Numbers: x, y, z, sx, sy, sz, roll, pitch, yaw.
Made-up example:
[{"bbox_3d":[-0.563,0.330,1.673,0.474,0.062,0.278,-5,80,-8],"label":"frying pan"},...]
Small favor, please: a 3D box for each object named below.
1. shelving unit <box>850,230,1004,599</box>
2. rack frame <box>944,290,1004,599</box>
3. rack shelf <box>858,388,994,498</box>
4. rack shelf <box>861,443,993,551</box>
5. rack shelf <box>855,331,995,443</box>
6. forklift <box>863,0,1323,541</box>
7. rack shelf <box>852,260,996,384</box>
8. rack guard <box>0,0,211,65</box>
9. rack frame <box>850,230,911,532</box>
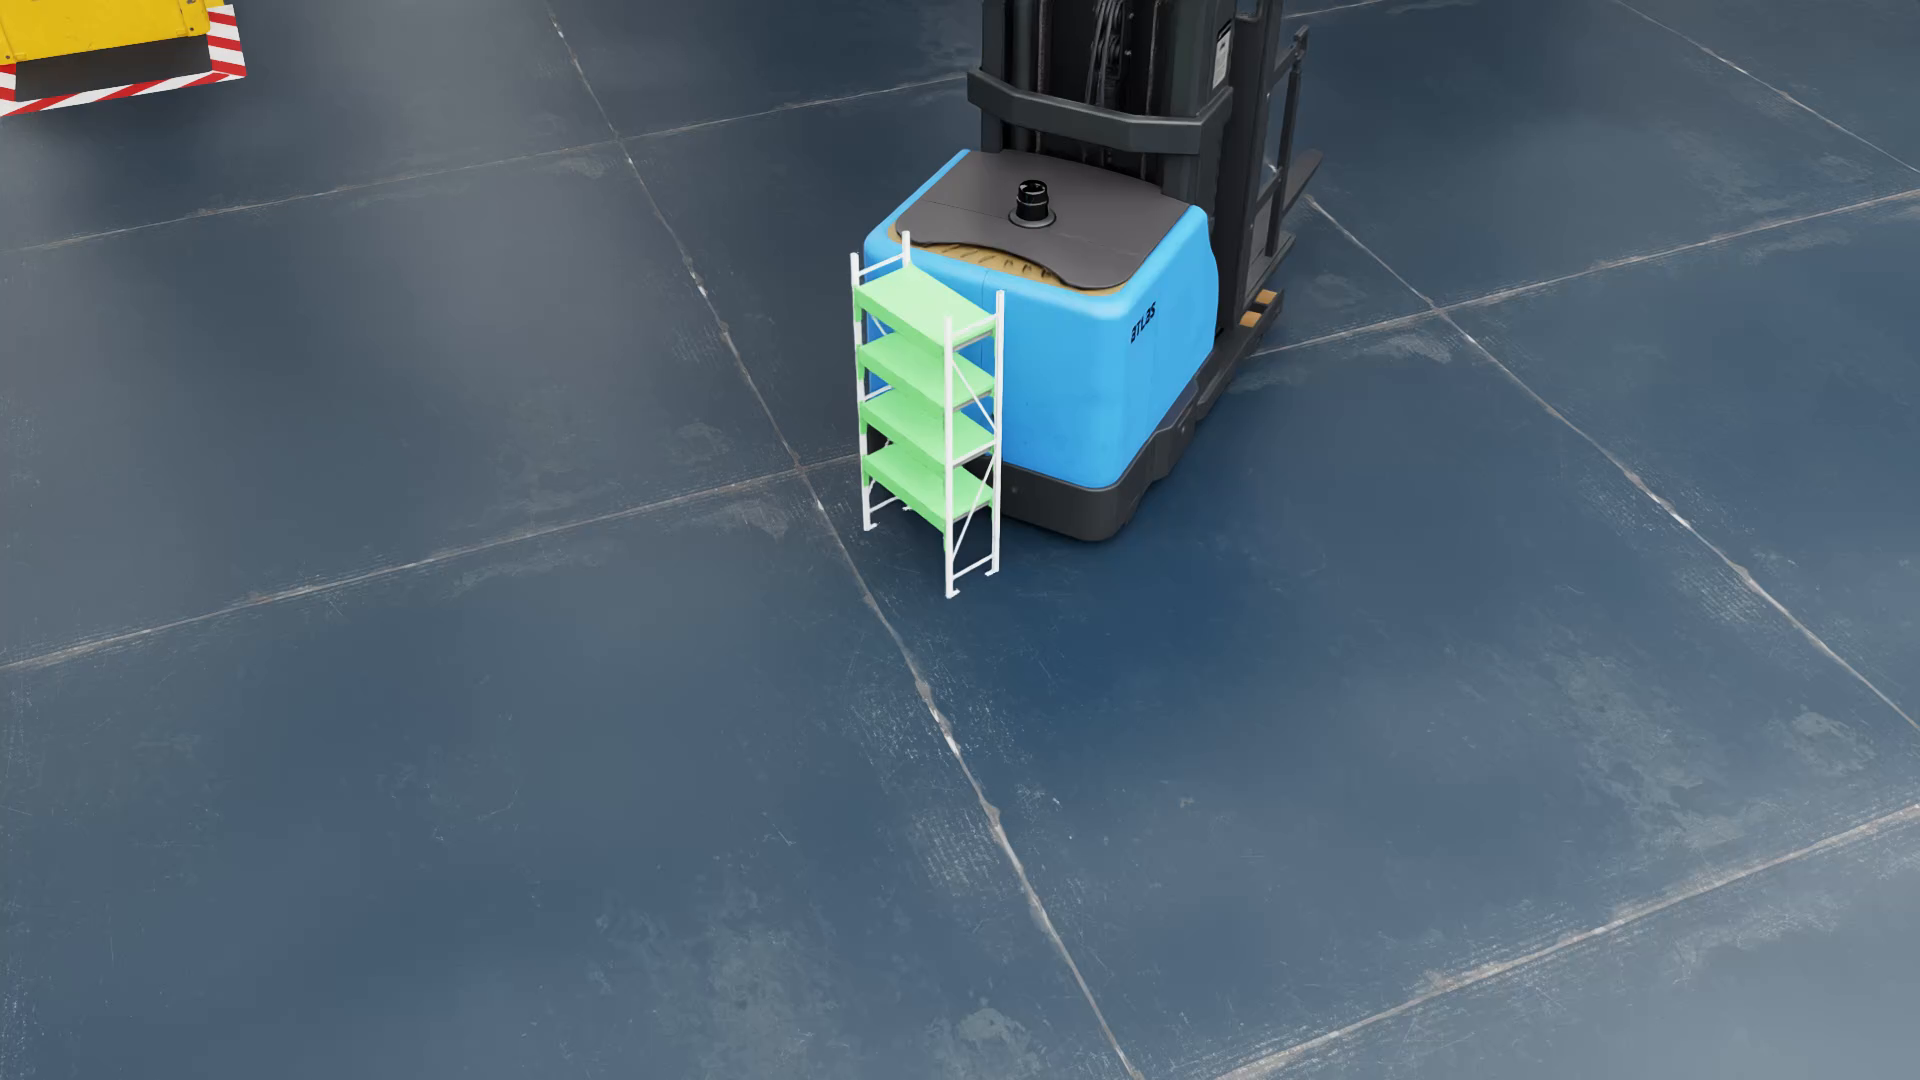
[{"bbox_3d":[-0.111,-0.417,5.815,0.258,1.200,0.503,-29,48,-29],"label":"shelving unit"},{"bbox_3d":[0.046,-0.295,5.673,0.240,1.200,0.015,-29,48,-29],"label":"rack frame"},{"bbox_3d":[-0.111,-0.369,5.857,0.258,0.148,0.480,-29,48,-29],"label":"rack shelf"},{"bbox_3d":[-0.111,-0.187,6.013,0.258,0.148,0.480,-29,48,-29],"label":"rack shelf"},{"bbox_3d":[-0.111,-0.551,5.700,0.258,0.148,0.480,-29,48,-29],"label":"rack shelf"},{"bbox_3d":[0.772,-2.060,6.398,1.130,2.935,3.031,19,44,21],"label":"forklift"},{"bbox_3d":[-0.111,-0.733,5.544,0.258,0.148,0.480,-29,48,-29],"label":"rack shelf"},{"bbox_3d":[-4.965,-3.097,9.468,1.175,0.500,0.348,-15,43,-17],"label":"rack guard"},{"bbox_3d":[-0.268,-0.540,5.957,0.240,1.200,0.015,-29,48,-29],"label":"rack frame"}]
